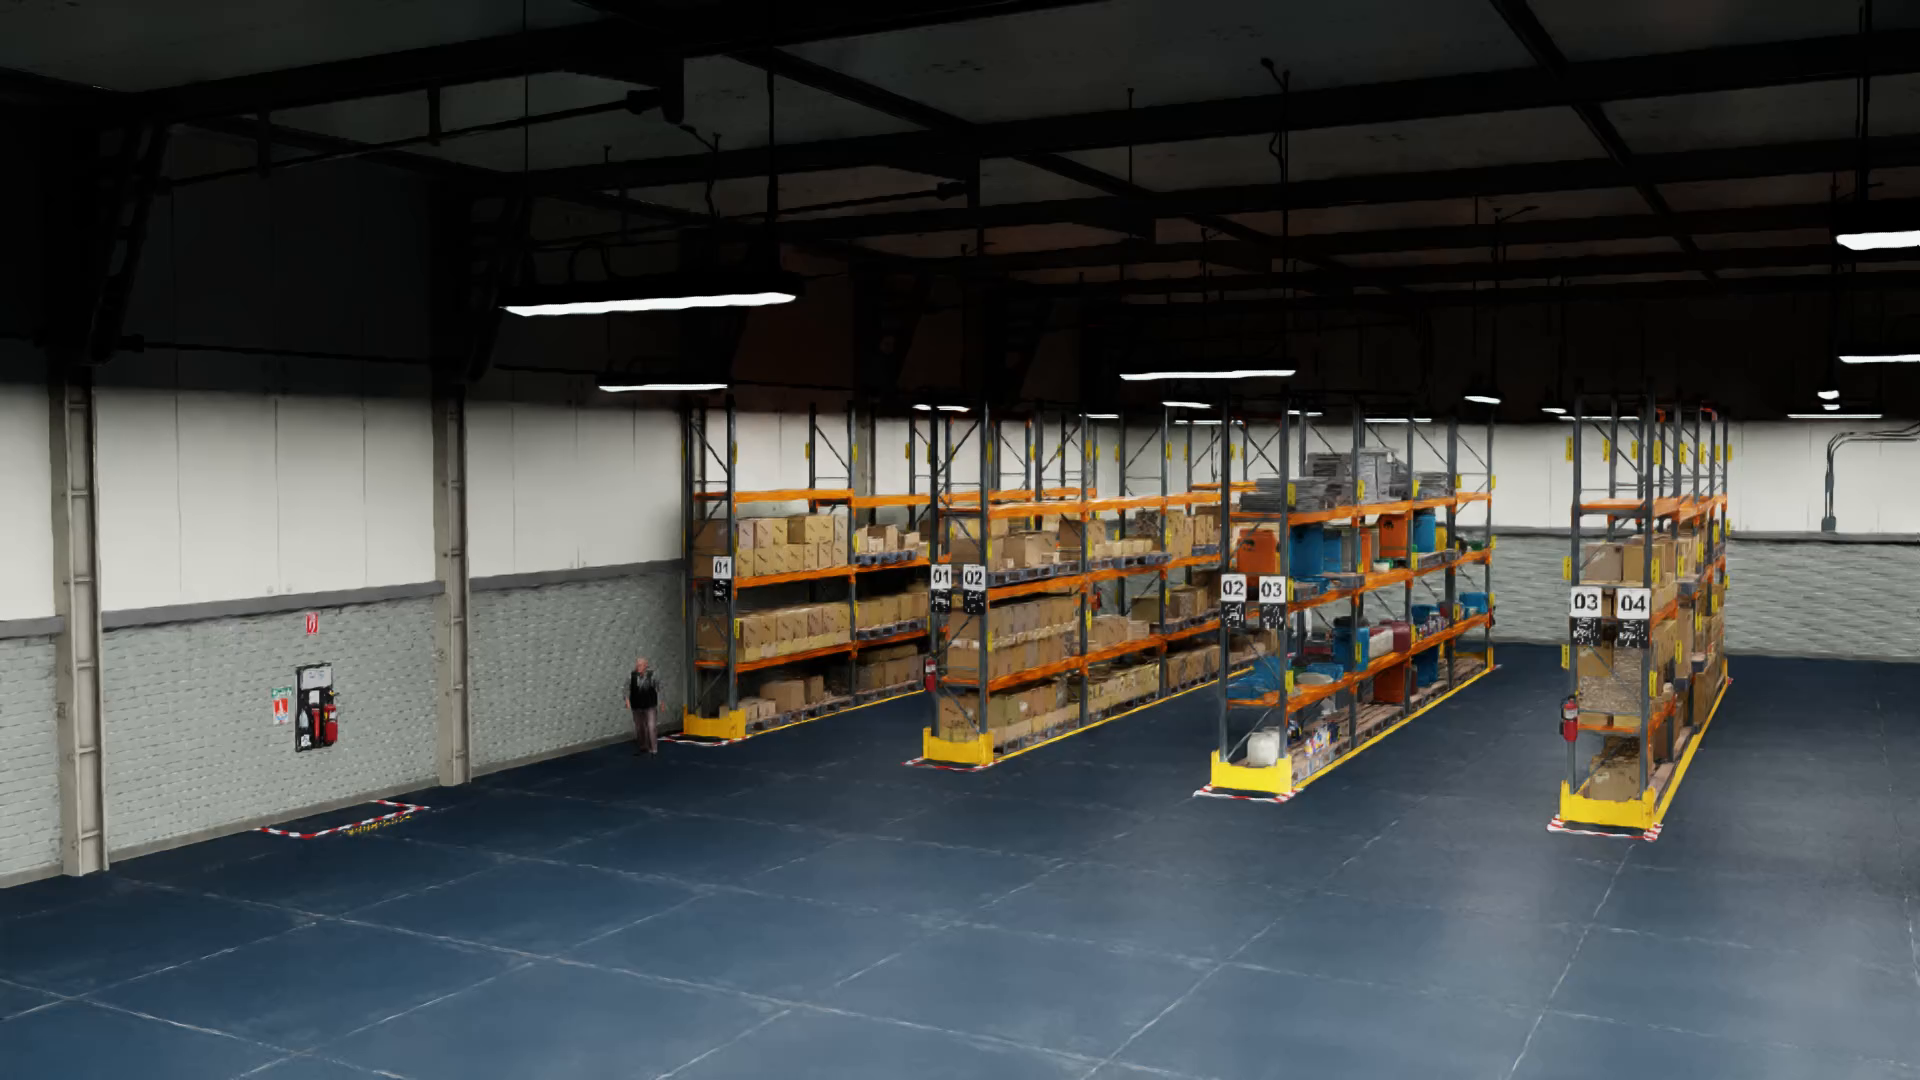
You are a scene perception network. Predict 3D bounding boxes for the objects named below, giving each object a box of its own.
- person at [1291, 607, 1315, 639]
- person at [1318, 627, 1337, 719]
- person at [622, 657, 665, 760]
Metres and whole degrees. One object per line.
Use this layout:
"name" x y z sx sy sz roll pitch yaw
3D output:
"person" 9.155 1.789 44.562 0.685 1.722 0.805 1 3 10
"person" 6.776 2.484 30.735 0.448 1.772 0.703 2 4 31
"person" -5.154 2.733 27.213 0.689 1.657 0.810 0 3 9
